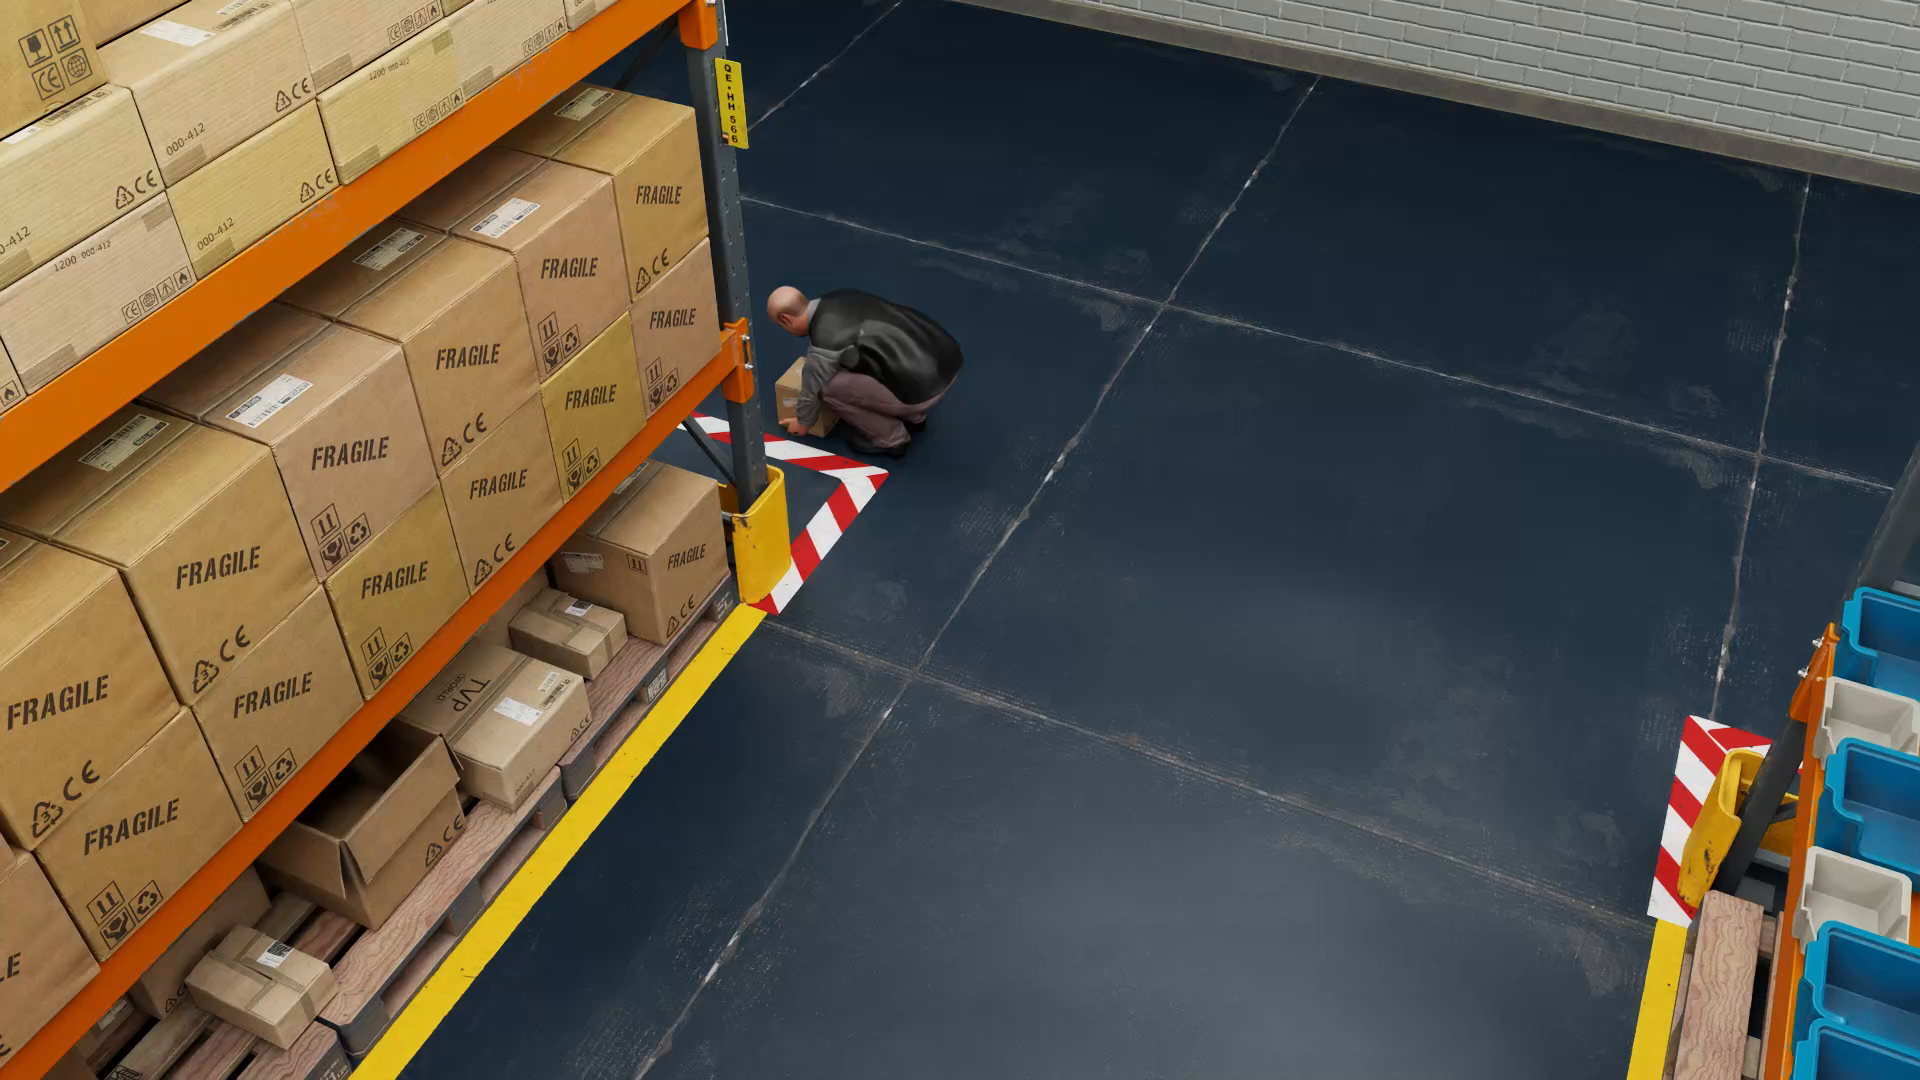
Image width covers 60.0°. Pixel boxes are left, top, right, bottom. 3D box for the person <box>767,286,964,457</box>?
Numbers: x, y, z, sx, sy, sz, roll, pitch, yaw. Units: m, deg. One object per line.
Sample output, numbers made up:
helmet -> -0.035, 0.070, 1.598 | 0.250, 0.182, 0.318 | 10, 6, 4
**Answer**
person -> -0.451, -0.776, 7.842 | 0.905, 0.839, 0.515 | 15, 44, 16
